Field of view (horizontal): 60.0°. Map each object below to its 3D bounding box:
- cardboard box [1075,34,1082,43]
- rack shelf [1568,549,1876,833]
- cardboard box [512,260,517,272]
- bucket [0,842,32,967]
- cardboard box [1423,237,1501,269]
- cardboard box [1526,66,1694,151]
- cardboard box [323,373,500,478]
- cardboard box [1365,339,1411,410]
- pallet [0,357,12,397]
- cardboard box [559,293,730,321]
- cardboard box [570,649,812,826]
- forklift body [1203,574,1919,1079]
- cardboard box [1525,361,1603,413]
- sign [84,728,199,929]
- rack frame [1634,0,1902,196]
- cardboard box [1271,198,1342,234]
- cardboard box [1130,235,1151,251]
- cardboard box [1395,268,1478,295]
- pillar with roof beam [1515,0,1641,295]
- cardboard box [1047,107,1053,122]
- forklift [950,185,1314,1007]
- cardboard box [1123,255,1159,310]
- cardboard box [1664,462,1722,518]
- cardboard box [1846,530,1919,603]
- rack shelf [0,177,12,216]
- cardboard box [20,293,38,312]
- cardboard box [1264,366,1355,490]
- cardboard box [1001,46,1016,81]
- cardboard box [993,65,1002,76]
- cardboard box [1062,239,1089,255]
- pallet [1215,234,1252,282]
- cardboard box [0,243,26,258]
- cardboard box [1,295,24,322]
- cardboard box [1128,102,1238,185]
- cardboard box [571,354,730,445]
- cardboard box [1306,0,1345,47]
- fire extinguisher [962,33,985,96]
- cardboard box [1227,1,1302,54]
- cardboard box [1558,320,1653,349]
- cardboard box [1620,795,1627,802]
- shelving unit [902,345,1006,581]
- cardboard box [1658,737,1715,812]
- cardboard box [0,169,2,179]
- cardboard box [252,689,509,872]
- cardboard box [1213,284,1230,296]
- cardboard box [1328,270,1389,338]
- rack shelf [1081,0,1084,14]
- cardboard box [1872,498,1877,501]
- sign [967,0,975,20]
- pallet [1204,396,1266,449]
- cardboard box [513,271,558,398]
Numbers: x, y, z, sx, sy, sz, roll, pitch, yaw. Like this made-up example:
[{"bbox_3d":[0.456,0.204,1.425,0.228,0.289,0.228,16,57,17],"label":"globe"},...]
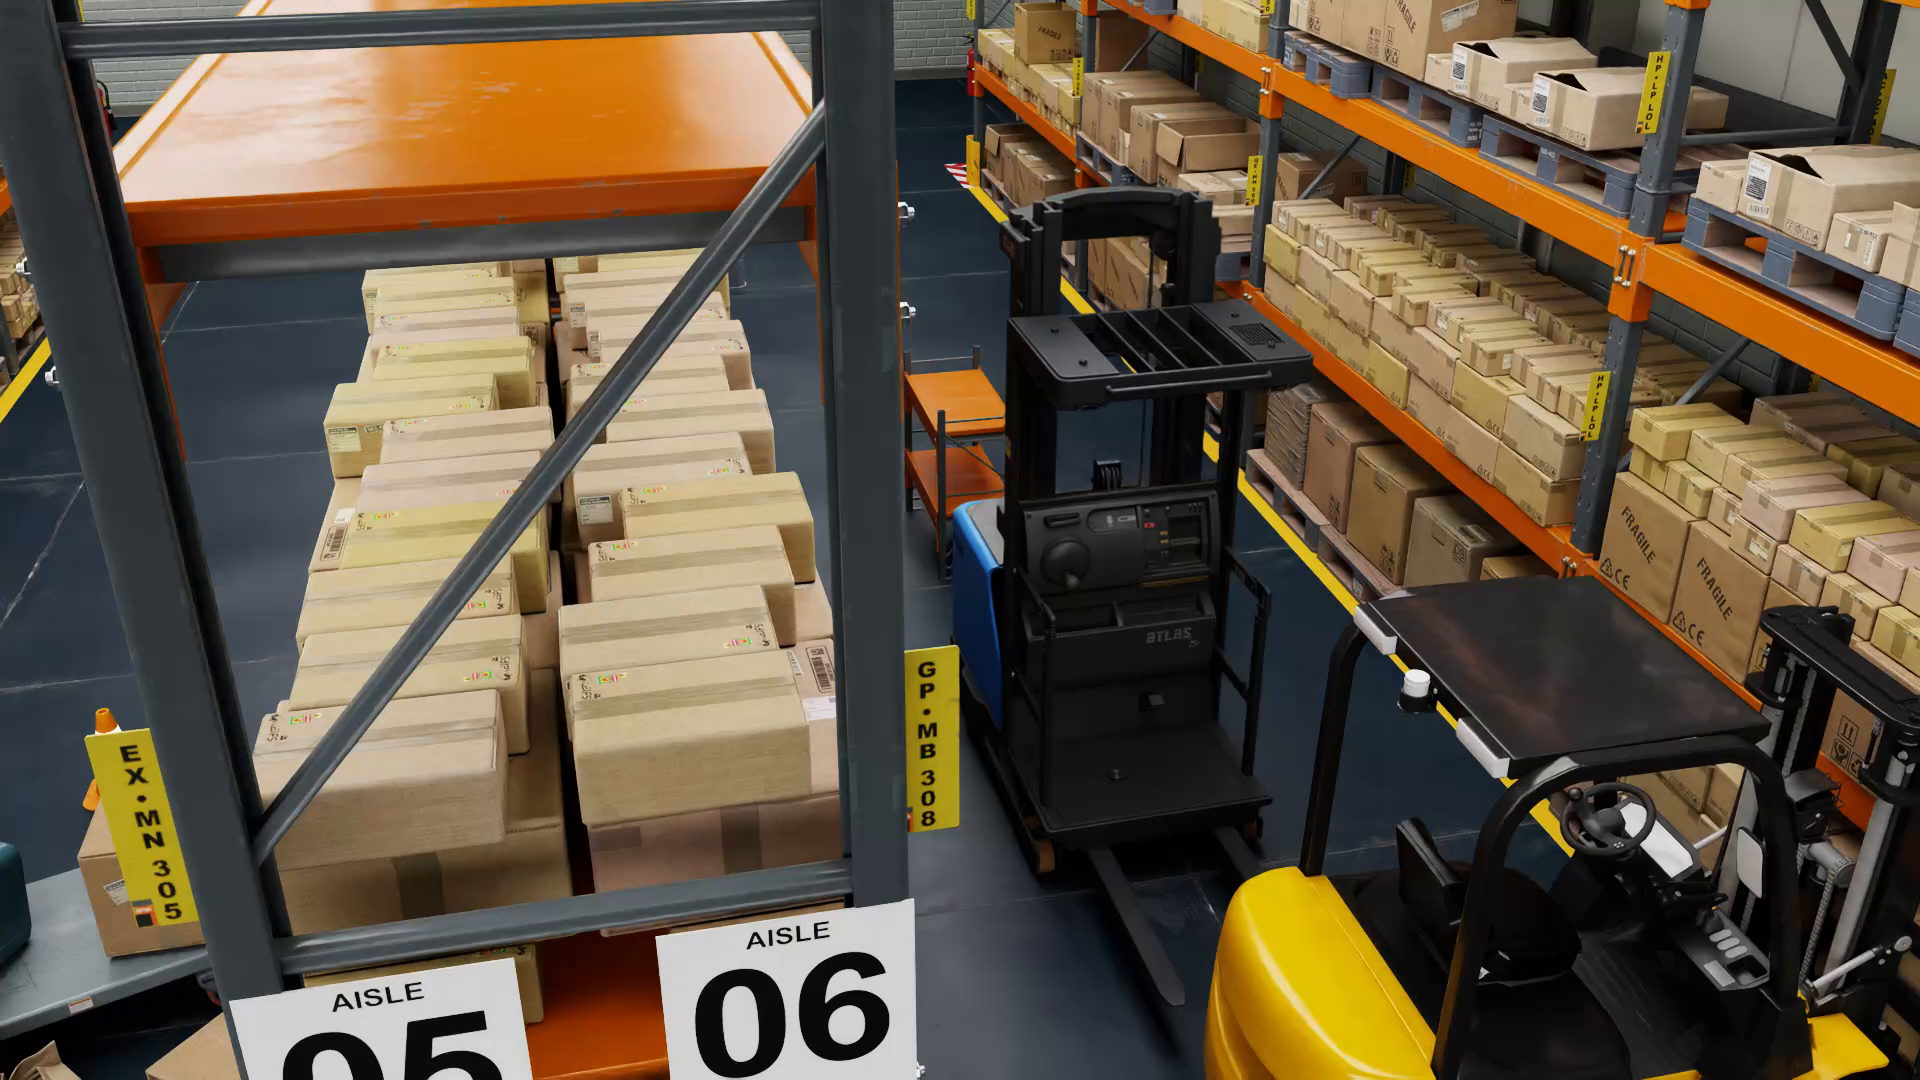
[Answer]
[{"bbox_3d":[1.128,-5.104,17.369,0.500,0.250,0.500,-6,27,-11],"label":"cardboard box"},{"bbox_3d":[3.805,1.028,6.183,1.077,0.370,4.000,-6,27,-12],"label":"rack shelf"},{"bbox_3d":[-1.640,-0.966,5.400,0.380,0.149,0.250,-5,27,-10],"label":"cardboard box"},{"bbox_3d":[-4.003,1.490,6.416,0.726,0.611,0.620,3,17,6],"label":"bucket"},{"bbox_3d":[2.997,-1.693,9.944,0.380,0.149,0.250,-6,27,-12],"label":"cardboard box"},{"bbox_3d":[2.954,-1.996,7.568,0.500,0.311,0.500,-7,28,-13],"label":"cardboard box"},{"bbox_3d":[-1.321,-0.281,4.043,0.380,0.149,0.250,-5,27,-10],"label":"cardboard box"},{"bbox_3d":[2.662,-0.966,9.502,0.500,0.250,0.500,-5,27,-10],"label":"cardboard box"},{"bbox_3d":[-7.906,-1.044,12.585,1.003,0.211,1.213,-6,27,-12],"label":"pallet"},{"bbox_3d":[-1.004,-0.682,5.281,0.500,0.250,0.500,-6,27,-12],"label":"cardboard box"},{"bbox_3d":[-0.460,0.331,2.831,0.380,0.149,0.250,-6,27,-12],"label":"cardboard box"},{"bbox_3d":[2.051,1.316,5.755,2.313,2.155,1.214,-6,27,-12],"label":"forklift body"},{"bbox_3d":[2.986,-0.745,8.065,0.380,0.149,0.250,-6,27,-12],"label":"cardboard box"},{"bbox_3d":[-1.124,0.403,2.310,0.100,0.325,0.005,-6,27,-12],"label":"sign"},{"bbox_3d":[3.355,-2.850,6.409,1.000,3.000,0.127,-6,27,-12],"label":"rack frame"},{"bbox_3d":[2.238,-2.092,10.735,0.380,0.149,0.250,-5,27,-10],"label":"cardboard box"},{"bbox_3d":[1.655,-2.516,13.994,0.380,0.149,0.250,-6,27,-12],"label":"cardboard box"},{"bbox_3d":[2.692,-1.422,9.407,0.380,0.149,0.250,-6,27,-12],"label":"cardboard box"},{"bbox_3d":[-0.569,-3.688,8.069,9.100,9.000,0.400,-6,27,-12],"label":"pillar with roof beam"},{"bbox_3d":[1.039,-4.027,15.679,0.380,0.149,0.250,-5,27,-10],"label":"cardboard box"},{"bbox_3d":[0.799,0.042,7.414,1.130,2.935,3.031,-6,27,-12],"label":"forklift"},{"bbox_3d":[1.679,-2.068,13.825,0.500,0.500,0.500,-7,28,-13],"label":"cardboard box"},{"bbox_3d":[3.230,-0.225,7.037,0.380,0.149,0.250,-5,27,-10],"label":"cardboard box"},{"bbox_3d":[3.505,0.089,6.084,0.380,0.149,0.250,-6,27,-12],"label":"cardboard box"},{"bbox_3d":[-8.534,-3.188,14.535,1.077,0.370,4.000,-6,27,-12],"label":"rack shelf"},{"bbox_3d":[-8.019,-1.959,14.000,0.380,0.149,0.250,-6,27,-12],"label":"cardboard box"},{"bbox_3d":[2.581,-0.780,11.135,0.875,0.625,0.625,-5,27,-10],"label":"cardboard box"},{"bbox_3d":[0.721,-4.835,16.837,0.500,0.250,0.500,-6,27,-13],"label":"cardboard box"},{"bbox_3d":[0.560,-5.048,17.701,0.380,0.149,0.250,-5,27,-10],"label":"cardboard box"},{"bbox_3d":[1.140,-2.813,15.692,0.380,0.149,0.250,-7,28,-13],"label":"cardboard box"},{"bbox_3d":[2.232,-2.132,11.858,1.213,0.211,1.003,-6,27,-12],"label":"pallet"},{"bbox_3d":[-8.127,-2.449,14.310,0.380,0.149,0.250,-5,27,-10],"label":"cardboard box"},{"bbox_3d":[-7.853,-1.870,13.494,0.380,0.149,0.250,-5,27,-9],"label":"cardboard box"},{"bbox_3d":[1.737,-3.109,13.003,0.700,0.500,0.500,-6,27,-12],"label":"cardboard box"},{"bbox_3d":[-0.773,-0.341,4.161,0.380,0.149,0.250,-5,27,-11],"label":"cardboard box"},{"bbox_3d":[2.379,-3.201,9.745,0.500,0.500,0.500,-6,27,-11],"label":"cardboard box"},{"bbox_3d":[0.167,-5.256,18.334,0.296,0.674,0.183,-6,27,-12],"label":"fire extinguisher"},{"bbox_3d":[2.101,-3.400,10.995,0.500,0.250,0.500,-7,28,-13],"label":"cardboard box"},{"bbox_3d":[3.342,-1.025,8.620,0.380,0.149,0.250,-6,27,-12],"label":"cardboard box"},{"bbox_3d":[3.271,1.336,7.360,0.500,0.250,0.500,-7,28,-13],"label":"cardboard box"},{"bbox_3d":[-0.002,-0.505,10.502,0.538,1.125,1.048,-6,27,-12],"label":"shelving unit"},{"bbox_3d":[3.263,0.892,7.130,0.500,0.250,0.500,-6,27,-12],"label":"cardboard box"},{"bbox_3d":[-8.126,-3.014,13.671,0.380,0.149,0.250,-7,28,-14],"label":"cardboard box"},{"bbox_3d":[-0.943,0.389,2.716,0.380,0.149,0.250,-6,27,-11],"label":"cardboard box"},{"bbox_3d":[1.972,-1.837,12.649,0.380,0.149,0.250,-5,27,-10],"label":"cardboard box"},{"bbox_3d":[2.527,-1.413,9.831,0.500,0.250,0.500,-7,28,-13],"label":"cardboard box"},{"bbox_3d":[1.101,-5.579,15.945,1.077,0.370,4.000,-6,27,-12],"label":"rack shelf"},{"bbox_3d":[3.819,-0.167,6.922,0.380,0.149,0.250,-5,27,-10],"label":"cardboard box"},{"bbox_3d":[0.122,-5.771,17.894,0.100,0.325,0.005,-6,27,-12],"label":"sign"},{"bbox_3d":[2.322,-1.014,12.525,1.003,0.211,1.213,-6,27,-12],"label":"pallet"},{"bbox_3d":[-1.523,-0.624,5.165,0.500,0.250,0.500,-6,27,-12],"label":"cardboard box"}]
